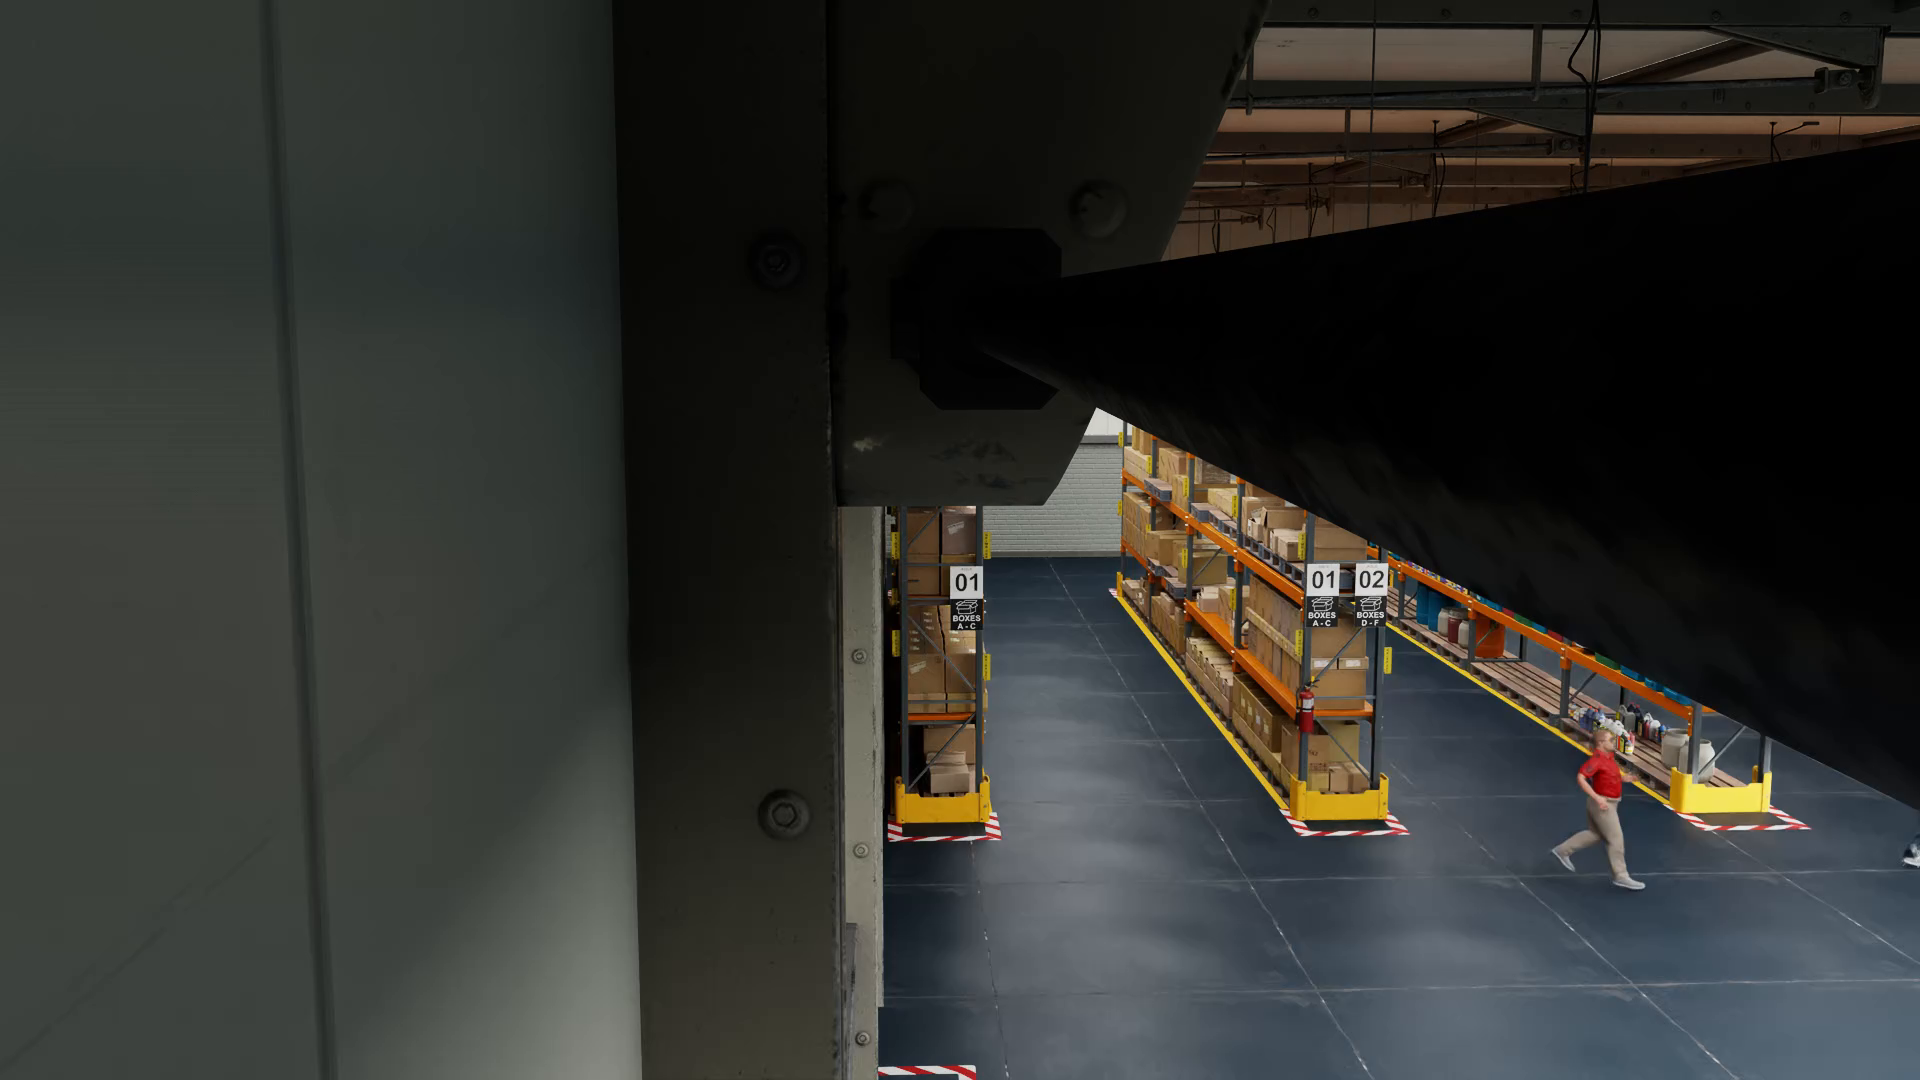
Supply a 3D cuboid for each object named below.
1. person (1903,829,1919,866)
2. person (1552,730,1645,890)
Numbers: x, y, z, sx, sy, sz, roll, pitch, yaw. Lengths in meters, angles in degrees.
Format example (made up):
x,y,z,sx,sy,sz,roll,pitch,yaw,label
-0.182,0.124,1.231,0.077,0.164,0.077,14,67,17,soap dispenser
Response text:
x,y,z,sx,sy,sz,roll,pitch,yaw,label
11.002,2.936,18.674,0.631,1.578,0.512,5,9,32,person
7.022,2.916,18.217,0.987,1.707,0.667,4,9,24,person
